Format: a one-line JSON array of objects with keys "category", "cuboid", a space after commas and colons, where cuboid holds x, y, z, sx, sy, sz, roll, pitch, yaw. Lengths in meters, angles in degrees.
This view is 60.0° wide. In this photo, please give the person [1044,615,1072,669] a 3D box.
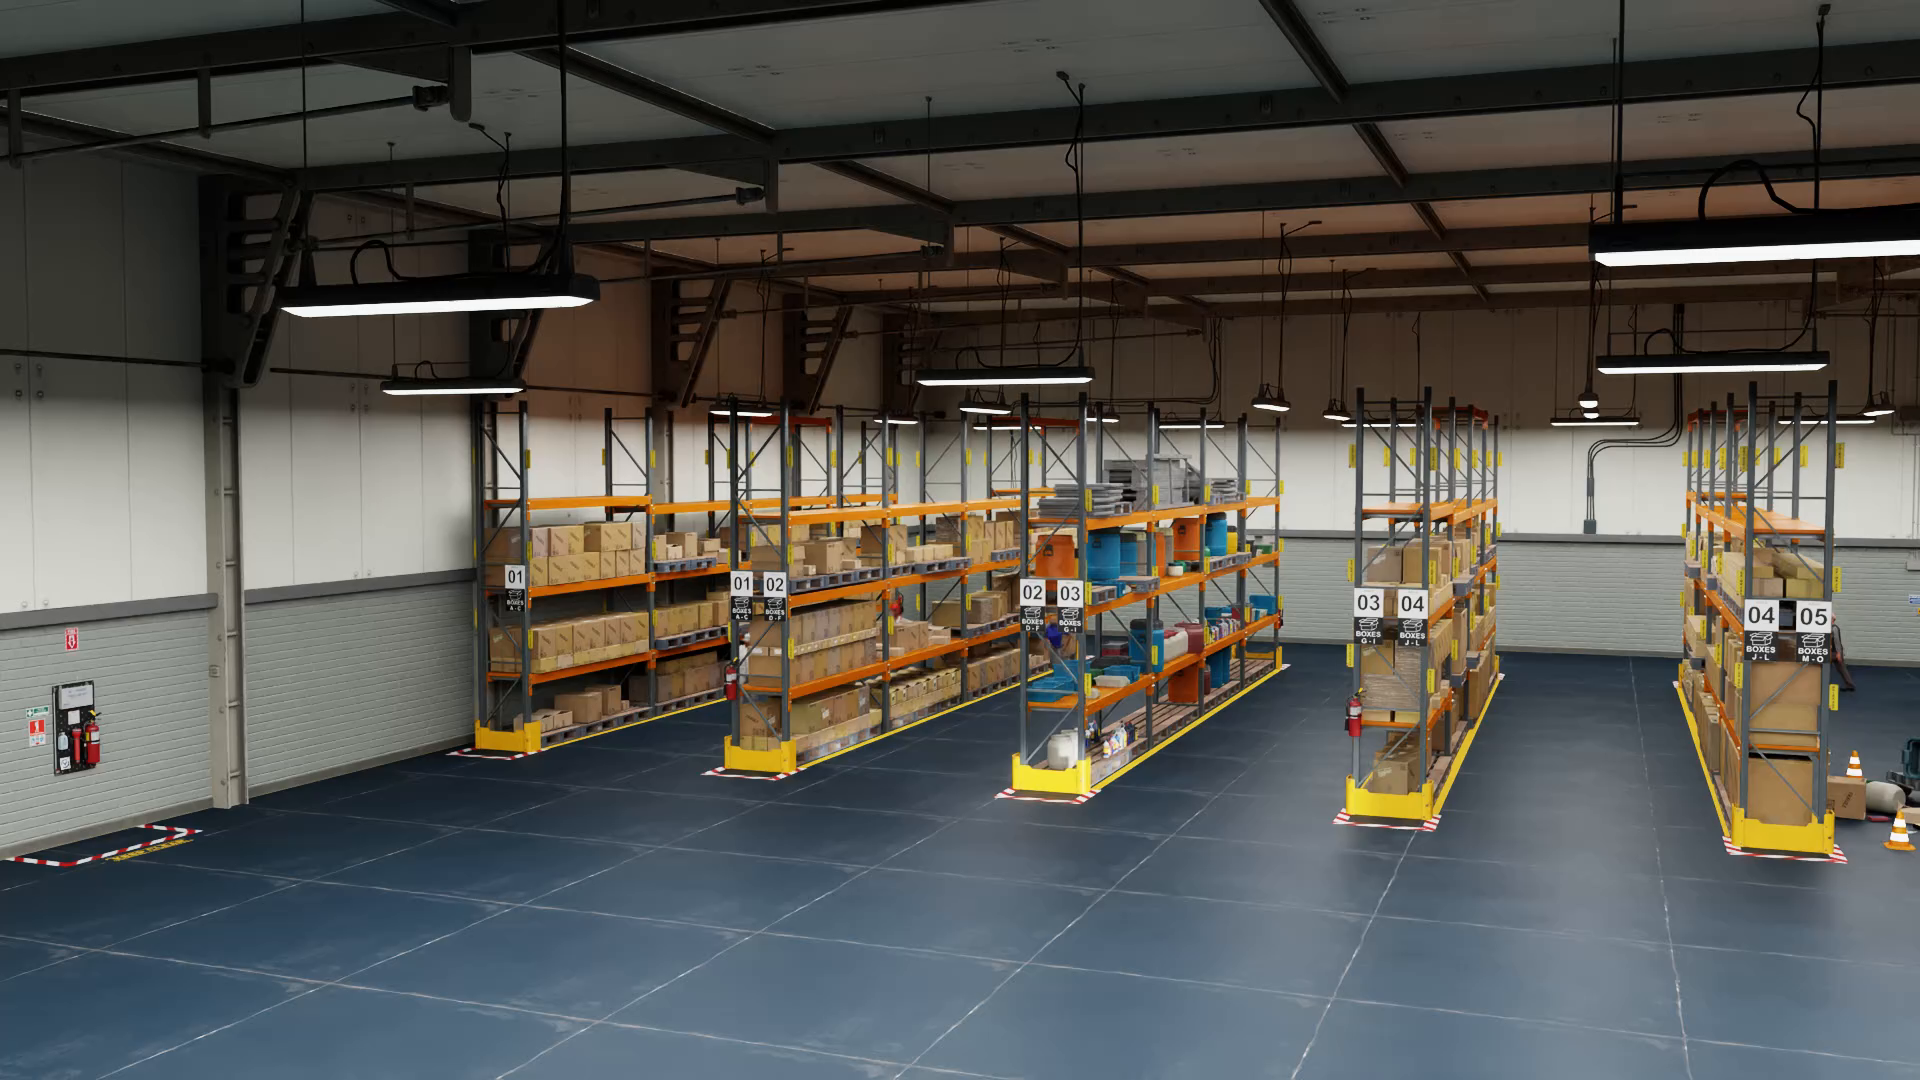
[{"category": "person", "cuboid": [2.155, 2.434, 36.700, 0.613, 1.572, 0.747, 2, 3, 29]}]

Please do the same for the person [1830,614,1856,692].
[{"category": "person", "cuboid": [18.716, 2.413, 35.751, 1.024, 1.642, 0.519, 3, 4, 44]}]

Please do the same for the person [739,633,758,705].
[{"category": "person", "cuboid": [-4.115, 2.607, 32.150, 0.517, 1.611, 0.957, 0, 3, -4]}]

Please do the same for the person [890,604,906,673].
[{"category": "person", "cuboid": [-1.492, 2.307, 37.167, 0.538, 1.723, 1.067, 1, 3, 23]}]
